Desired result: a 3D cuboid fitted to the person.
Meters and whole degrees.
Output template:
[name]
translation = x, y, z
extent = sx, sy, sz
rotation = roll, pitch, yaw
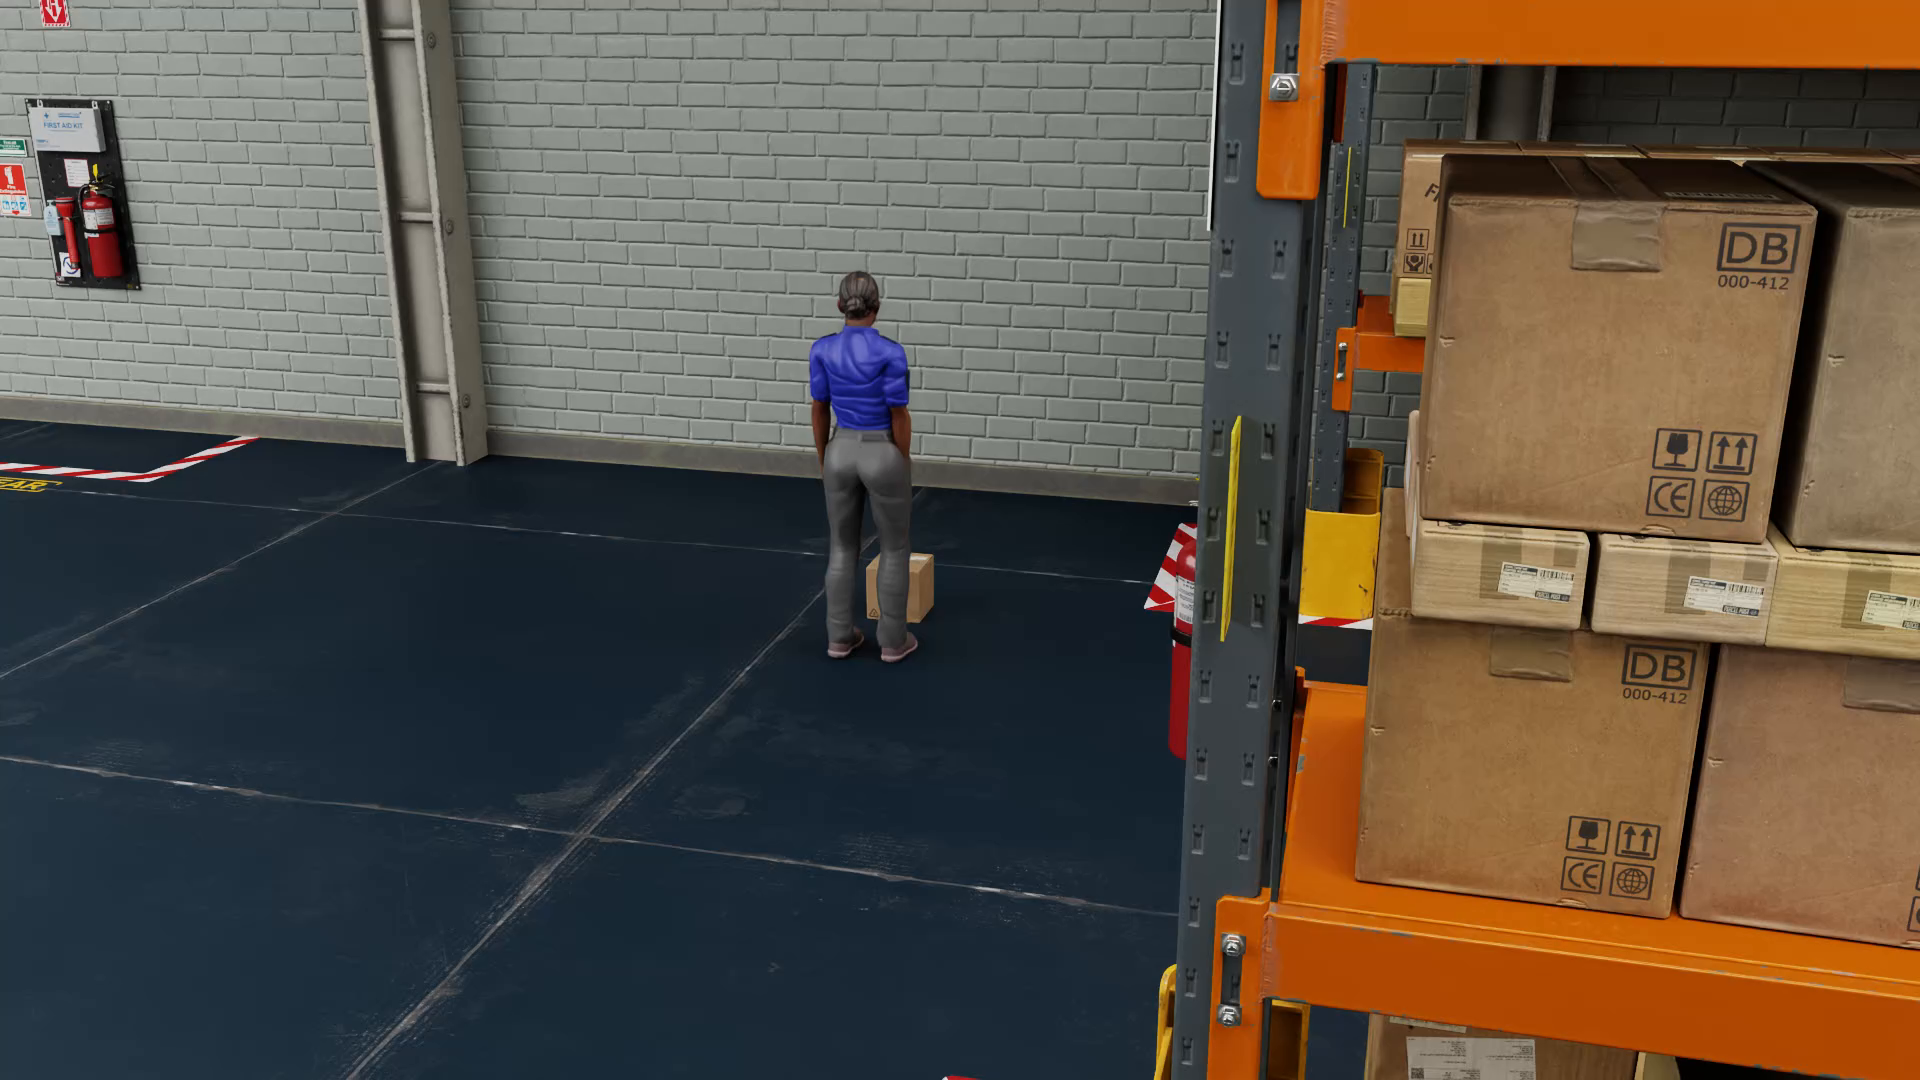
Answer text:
[person]
translation = -0.412, -0.333, 6.961
extent = 0.434, 1.578, 0.276
rotation = 5, 19, 15
